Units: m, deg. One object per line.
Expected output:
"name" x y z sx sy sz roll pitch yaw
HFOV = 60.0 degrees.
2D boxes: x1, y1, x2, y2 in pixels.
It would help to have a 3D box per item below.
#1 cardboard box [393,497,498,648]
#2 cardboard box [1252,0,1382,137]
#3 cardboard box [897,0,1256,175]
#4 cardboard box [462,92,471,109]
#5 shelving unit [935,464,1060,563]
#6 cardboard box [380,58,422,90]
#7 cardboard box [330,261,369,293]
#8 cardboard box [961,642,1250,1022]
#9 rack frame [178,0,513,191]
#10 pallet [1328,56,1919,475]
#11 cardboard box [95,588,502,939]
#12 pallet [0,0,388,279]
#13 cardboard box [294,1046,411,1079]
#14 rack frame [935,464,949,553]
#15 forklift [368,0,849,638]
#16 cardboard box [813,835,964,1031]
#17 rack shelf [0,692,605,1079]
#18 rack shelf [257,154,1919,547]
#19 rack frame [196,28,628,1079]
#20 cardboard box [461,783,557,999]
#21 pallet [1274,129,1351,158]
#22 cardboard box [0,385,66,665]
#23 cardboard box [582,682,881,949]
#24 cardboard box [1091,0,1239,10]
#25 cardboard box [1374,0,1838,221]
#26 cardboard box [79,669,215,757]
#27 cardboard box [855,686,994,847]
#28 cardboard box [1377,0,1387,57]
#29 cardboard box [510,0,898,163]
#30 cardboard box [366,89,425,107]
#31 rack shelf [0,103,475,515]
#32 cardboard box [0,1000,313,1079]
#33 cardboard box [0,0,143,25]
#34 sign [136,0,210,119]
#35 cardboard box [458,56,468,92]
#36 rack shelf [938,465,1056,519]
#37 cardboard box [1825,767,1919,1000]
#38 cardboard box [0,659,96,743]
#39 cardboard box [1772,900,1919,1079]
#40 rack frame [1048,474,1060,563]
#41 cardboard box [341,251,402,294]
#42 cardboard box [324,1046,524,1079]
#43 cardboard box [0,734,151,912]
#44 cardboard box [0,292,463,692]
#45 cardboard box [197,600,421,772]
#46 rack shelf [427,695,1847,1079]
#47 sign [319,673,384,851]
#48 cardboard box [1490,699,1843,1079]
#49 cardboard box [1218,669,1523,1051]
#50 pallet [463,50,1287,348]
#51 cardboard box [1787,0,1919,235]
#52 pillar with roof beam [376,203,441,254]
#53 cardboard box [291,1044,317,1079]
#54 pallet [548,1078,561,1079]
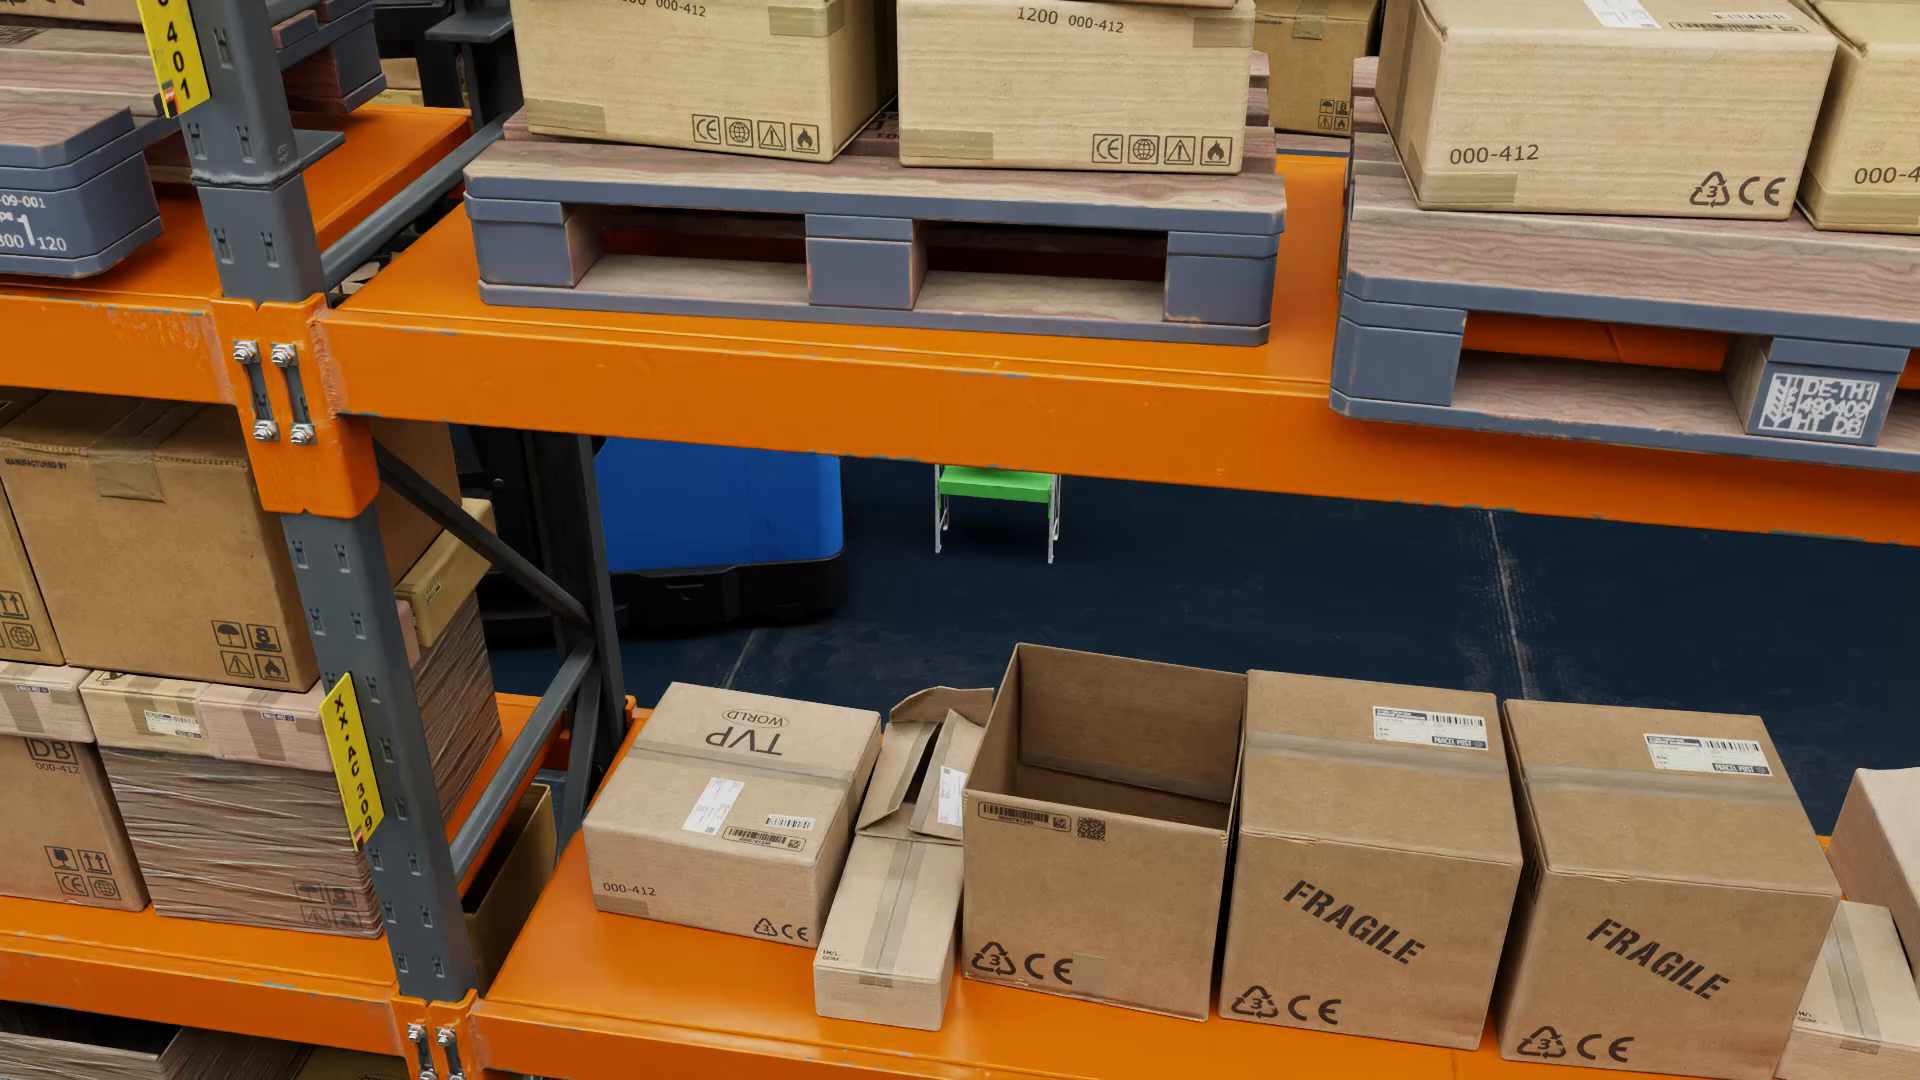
"cardboard box" -1.202 0.059 3.624 0.250 0.149 0.380 5 32 8
"cardboard box" 1.560 -2.159 7.364 0.500 0.500 0.700 10 33 15
"cardboard box" 0.178 -0.777 2.583 0.500 0.250 0.500 2 32 3
"cardboard box" -2.142 -2.049 7.818 0.500 0.250 0.500 5 32 9
"shelving unit" 0.163 -0.494 6.908 0.503 1.200 0.258 5 32 8
"cardboard box" -2.669 -2.411 7.691 0.500 0.500 0.500 4 32 7
"cardboard box" -3.416 -1.385 8.755 0.500 0.311 0.500 2 32 3
"cardboard box" 0.304 0.583 3.397 0.500 0.500 0.500 7 33 12
"rack frame" -0.970 -2.042 2.030 0.127 3.000 1.000 5 32 8
"pallet" 1.186 -0.445 2.485 1.213 0.211 1.003 7 33 10
"cardboard box" -1.408 0.422 3.654 0.500 0.500 0.700 4 32 7
"pallet" -1.815 -0.795 2.950 1.213 0.211 1.003 5 32 8
"cardboard box" -1.464 1.562 4.124 0.500 0.250 0.500 5 32 8
"rack frame" -0.077 -0.516 6.943 0.015 1.200 0.240 5 32 8
"forklift" -2.007 -1.086 6.222 3.031 2.935 1.130 -4 32 -6
"cardboard box" -0.131 0.794 3.392 0.250 0.149 0.380 5 32 8
"rack shelf" -2.941 0.628 4.098 4.000 0.370 1.077 5 32 8
"rack shelf" 1.002 -0.287 2.732 4.000 0.370 1.077 5 32 8
"rack frame" -0.970 0.501 3.622 0.127 3.000 1.000 5 32 8
"cardboard box" -1.374 0.966 4.369 0.500 0.500 0.500 5 32 8
"pallet" 1.845 -1.807 7.490 1.213 0.211 1.003 5 32 8
"cardboard box" -1.907 -0.172 3.380 0.500 0.500 0.700 5 32 8
"cardboard box" -0.477 0.586 3.628 0.500 0.250 0.500 7 33 11
"cardboard box" 0.197 -1.088 2.373 0.500 0.500 0.500 8 33 13
"cardboard box" 0.905 -0.682 2.431 0.500 0.250 0.500 3 32 4
"cardboard box" -1.517 0.249 3.320 0.250 0.149 0.380 5 32 7
"cardboard box" -0.072 0.541 3.686 0.258 0.266 0.396 4 32 7
"cardboard box" 2.106 -2.098 7.266 0.500 0.500 0.700 5 32 8
"cardboard box" -0.364 -0.825 2.659 0.500 0.250 0.500 8 33 13
"cardboard box" -2.640 -2.095 7.892 0.500 0.250 0.500 5 32 7
"rack shelf" -2.941 -0.644 3.302 4.000 0.370 1.077 5 32 8
"cardboard box" -1.955 1.193 4.006 0.500 0.500 0.500 5 32 8
"cardboard box" -1.422 -1.233 2.943 0.500 0.500 0.500 8 33 12
"sign" -1.062 -0.733 2.204 0.005 0.325 0.100 5 32 8
"cardboard box" -2.159 -2.371 7.627 0.500 0.500 0.500 6 33 10
"rack shelf" 0.163 -0.236 7.069 0.480 0.148 0.258 5 32 8
"cardboard box" 2.124 0.715 3.365 0.500 0.311 0.500 5 32 8
"cardboard box" -1.776 0.226 3.355 0.250 0.149 0.380 4 32 7
"cardboard box" 1.707 0.880 3.253 0.250 0.149 0.380 8 33 12
"rack frame" 0.404 -0.472 6.873 0.015 1.200 0.240 5 32 8
"cardboard box" -2.854 -1.334 8.674 0.500 0.311 0.500 8 33 12
"cardboard box" -1.376 1.289 4.560 0.500 0.250 0.500 5 32 8
"cardboard box" -1.929 0.379 3.723 0.500 0.500 0.700 5 32 8
"cardboard box" -1.408 -0.127 3.309 0.500 0.500 0.700 5 32 8
"cardboard box" -1.274 0.272 3.283 0.250 0.149 0.380 5 32 8
"rack shelf" 1.002 0.985 3.528 4.000 0.370 1.077 5 32 8
"sign" -1.062 0.391 2.907 0.005 0.325 0.100 5 32 8
"cardboard box" 1.316 0.675 3.251 0.500 0.500 0.500 3 32 6
"cardboard box" 0.797 0.628 3.326 0.500 0.500 0.500 5 32 8
"pallet" -0.098 -0.617 2.762 1.217 0.209 0.805 4 32 6
"cardboard box" 1.435 -0.633 2.353 0.500 0.250 0.500 5 32 7
"pillar with roof beam" -3.972 -3.128 3.766 0.400 9.000 9.100 5 32 8
"cardboard box" -1.955 1.512 4.203 0.500 0.250 0.500 5 32 8
"pallet" -1.747 1.590 4.510 1.213 0.211 1.003 5 32 8
